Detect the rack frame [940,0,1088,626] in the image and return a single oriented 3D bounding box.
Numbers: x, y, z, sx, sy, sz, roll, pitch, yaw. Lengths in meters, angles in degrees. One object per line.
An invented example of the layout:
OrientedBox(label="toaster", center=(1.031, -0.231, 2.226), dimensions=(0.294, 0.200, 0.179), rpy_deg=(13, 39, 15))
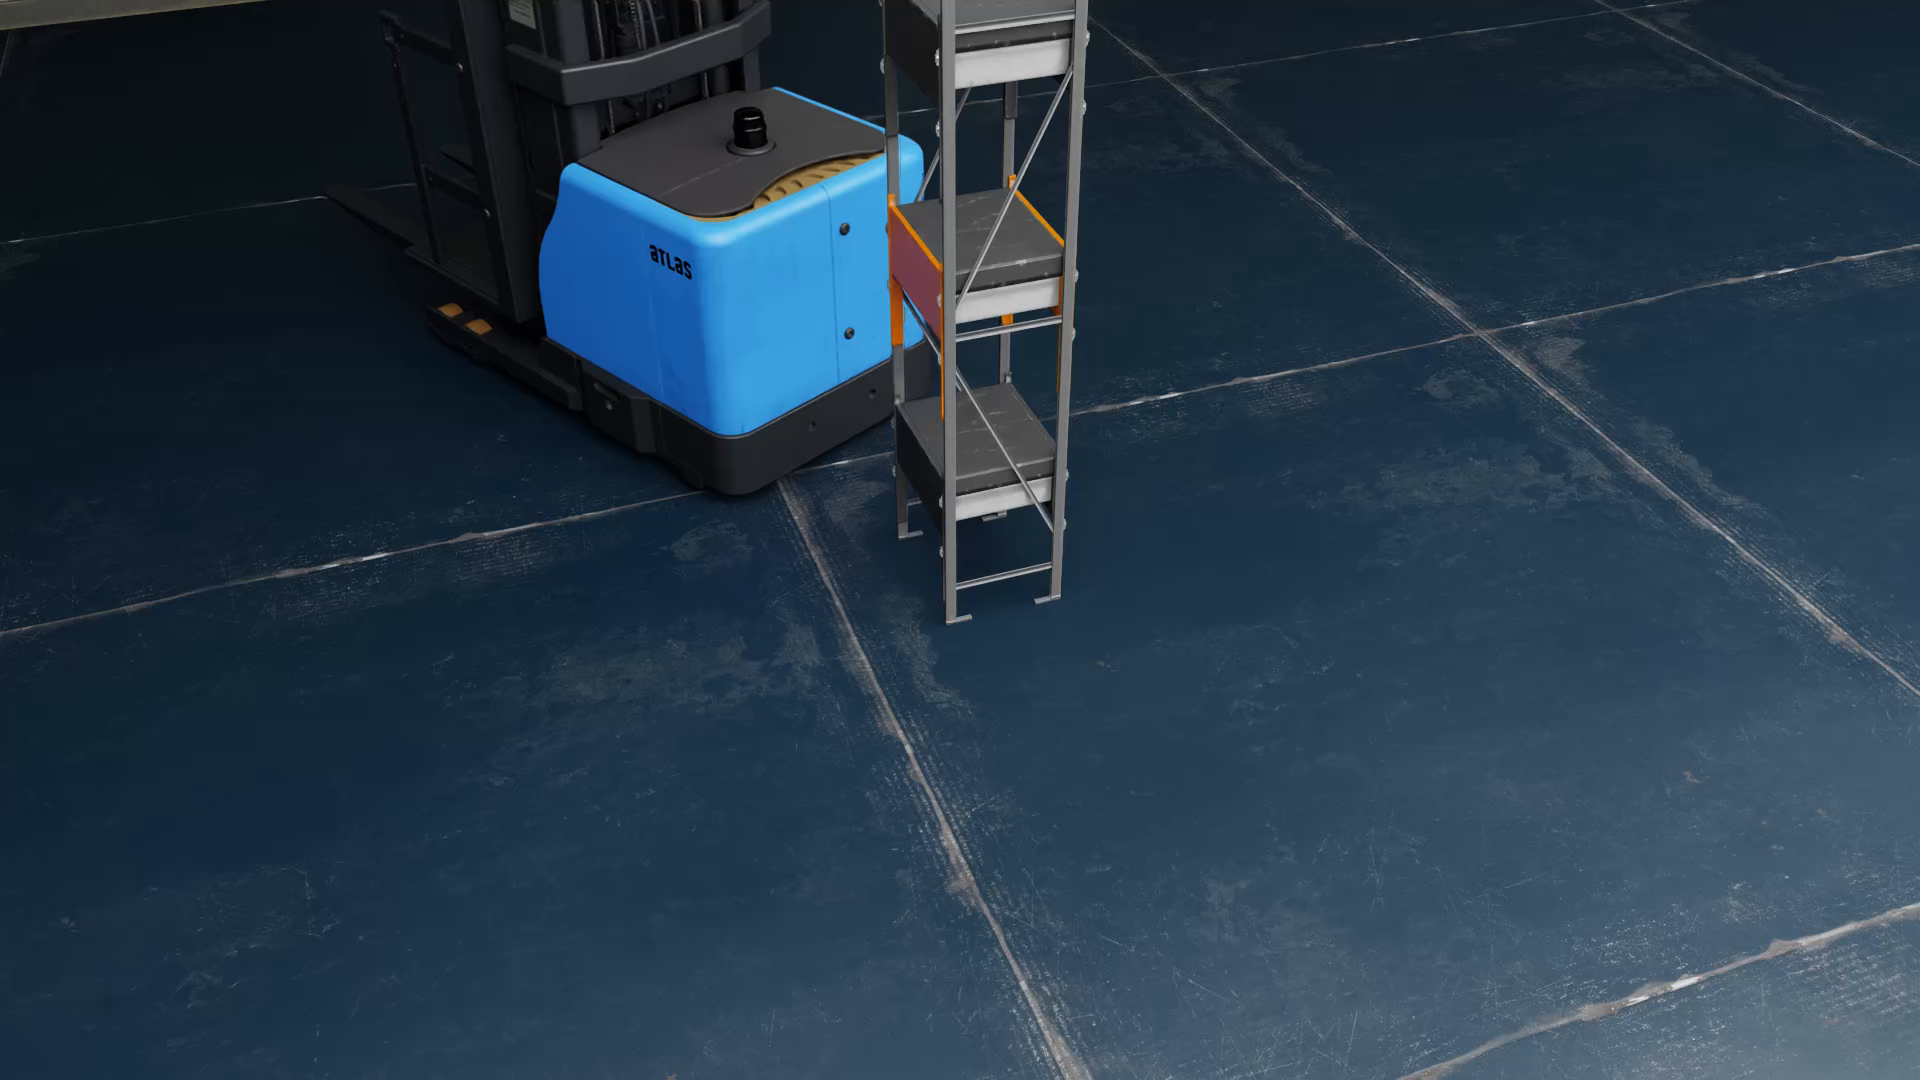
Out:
OrientedBox(label="rack frame", center=(0.141, -0.607, 4.811), dimensions=(0.400, 2.100, 0.015), rpy_deg=(-12, 39, -16))

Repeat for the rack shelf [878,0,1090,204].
OrientedBox(label="rack shelf", center=(0.057, -1.293, 4.581), dimensions=(0.431, 0.518, 0.480), rpy_deg=(-12, 39, -16))

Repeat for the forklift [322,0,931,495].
OrientedBox(label="forklift", center=(-1.533, -2.097, 6.097), dimensions=(3.031, 2.935, 1.130), rpy_deg=(29, 46, 33))

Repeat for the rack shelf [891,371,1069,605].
OrientedBox(label="rack shelf", center=(0.057, -0.175, 5.423), dimensions=(0.431, 0.518, 0.480), rpy_deg=(-12, 39, -16))

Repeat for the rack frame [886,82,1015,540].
OrientedBox(label="rack frame", center=(-0.027, -0.883, 5.177), dimensions=(0.400, 2.100, 0.015), rpy_deg=(-12, 39, -16))

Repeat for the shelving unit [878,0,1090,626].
OrientedBox(label="shelving unit", center=(0.057, -0.745, 4.994), dimensions=(0.431, 2.100, 0.503), rpy_deg=(-12, 39, -16))

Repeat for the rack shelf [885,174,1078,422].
OrientedBox(label="rack shelf", center=(0.057, -0.734, 5.002), dimensions=(0.431, 0.518, 0.480), rpy_deg=(-12, 39, -16))
